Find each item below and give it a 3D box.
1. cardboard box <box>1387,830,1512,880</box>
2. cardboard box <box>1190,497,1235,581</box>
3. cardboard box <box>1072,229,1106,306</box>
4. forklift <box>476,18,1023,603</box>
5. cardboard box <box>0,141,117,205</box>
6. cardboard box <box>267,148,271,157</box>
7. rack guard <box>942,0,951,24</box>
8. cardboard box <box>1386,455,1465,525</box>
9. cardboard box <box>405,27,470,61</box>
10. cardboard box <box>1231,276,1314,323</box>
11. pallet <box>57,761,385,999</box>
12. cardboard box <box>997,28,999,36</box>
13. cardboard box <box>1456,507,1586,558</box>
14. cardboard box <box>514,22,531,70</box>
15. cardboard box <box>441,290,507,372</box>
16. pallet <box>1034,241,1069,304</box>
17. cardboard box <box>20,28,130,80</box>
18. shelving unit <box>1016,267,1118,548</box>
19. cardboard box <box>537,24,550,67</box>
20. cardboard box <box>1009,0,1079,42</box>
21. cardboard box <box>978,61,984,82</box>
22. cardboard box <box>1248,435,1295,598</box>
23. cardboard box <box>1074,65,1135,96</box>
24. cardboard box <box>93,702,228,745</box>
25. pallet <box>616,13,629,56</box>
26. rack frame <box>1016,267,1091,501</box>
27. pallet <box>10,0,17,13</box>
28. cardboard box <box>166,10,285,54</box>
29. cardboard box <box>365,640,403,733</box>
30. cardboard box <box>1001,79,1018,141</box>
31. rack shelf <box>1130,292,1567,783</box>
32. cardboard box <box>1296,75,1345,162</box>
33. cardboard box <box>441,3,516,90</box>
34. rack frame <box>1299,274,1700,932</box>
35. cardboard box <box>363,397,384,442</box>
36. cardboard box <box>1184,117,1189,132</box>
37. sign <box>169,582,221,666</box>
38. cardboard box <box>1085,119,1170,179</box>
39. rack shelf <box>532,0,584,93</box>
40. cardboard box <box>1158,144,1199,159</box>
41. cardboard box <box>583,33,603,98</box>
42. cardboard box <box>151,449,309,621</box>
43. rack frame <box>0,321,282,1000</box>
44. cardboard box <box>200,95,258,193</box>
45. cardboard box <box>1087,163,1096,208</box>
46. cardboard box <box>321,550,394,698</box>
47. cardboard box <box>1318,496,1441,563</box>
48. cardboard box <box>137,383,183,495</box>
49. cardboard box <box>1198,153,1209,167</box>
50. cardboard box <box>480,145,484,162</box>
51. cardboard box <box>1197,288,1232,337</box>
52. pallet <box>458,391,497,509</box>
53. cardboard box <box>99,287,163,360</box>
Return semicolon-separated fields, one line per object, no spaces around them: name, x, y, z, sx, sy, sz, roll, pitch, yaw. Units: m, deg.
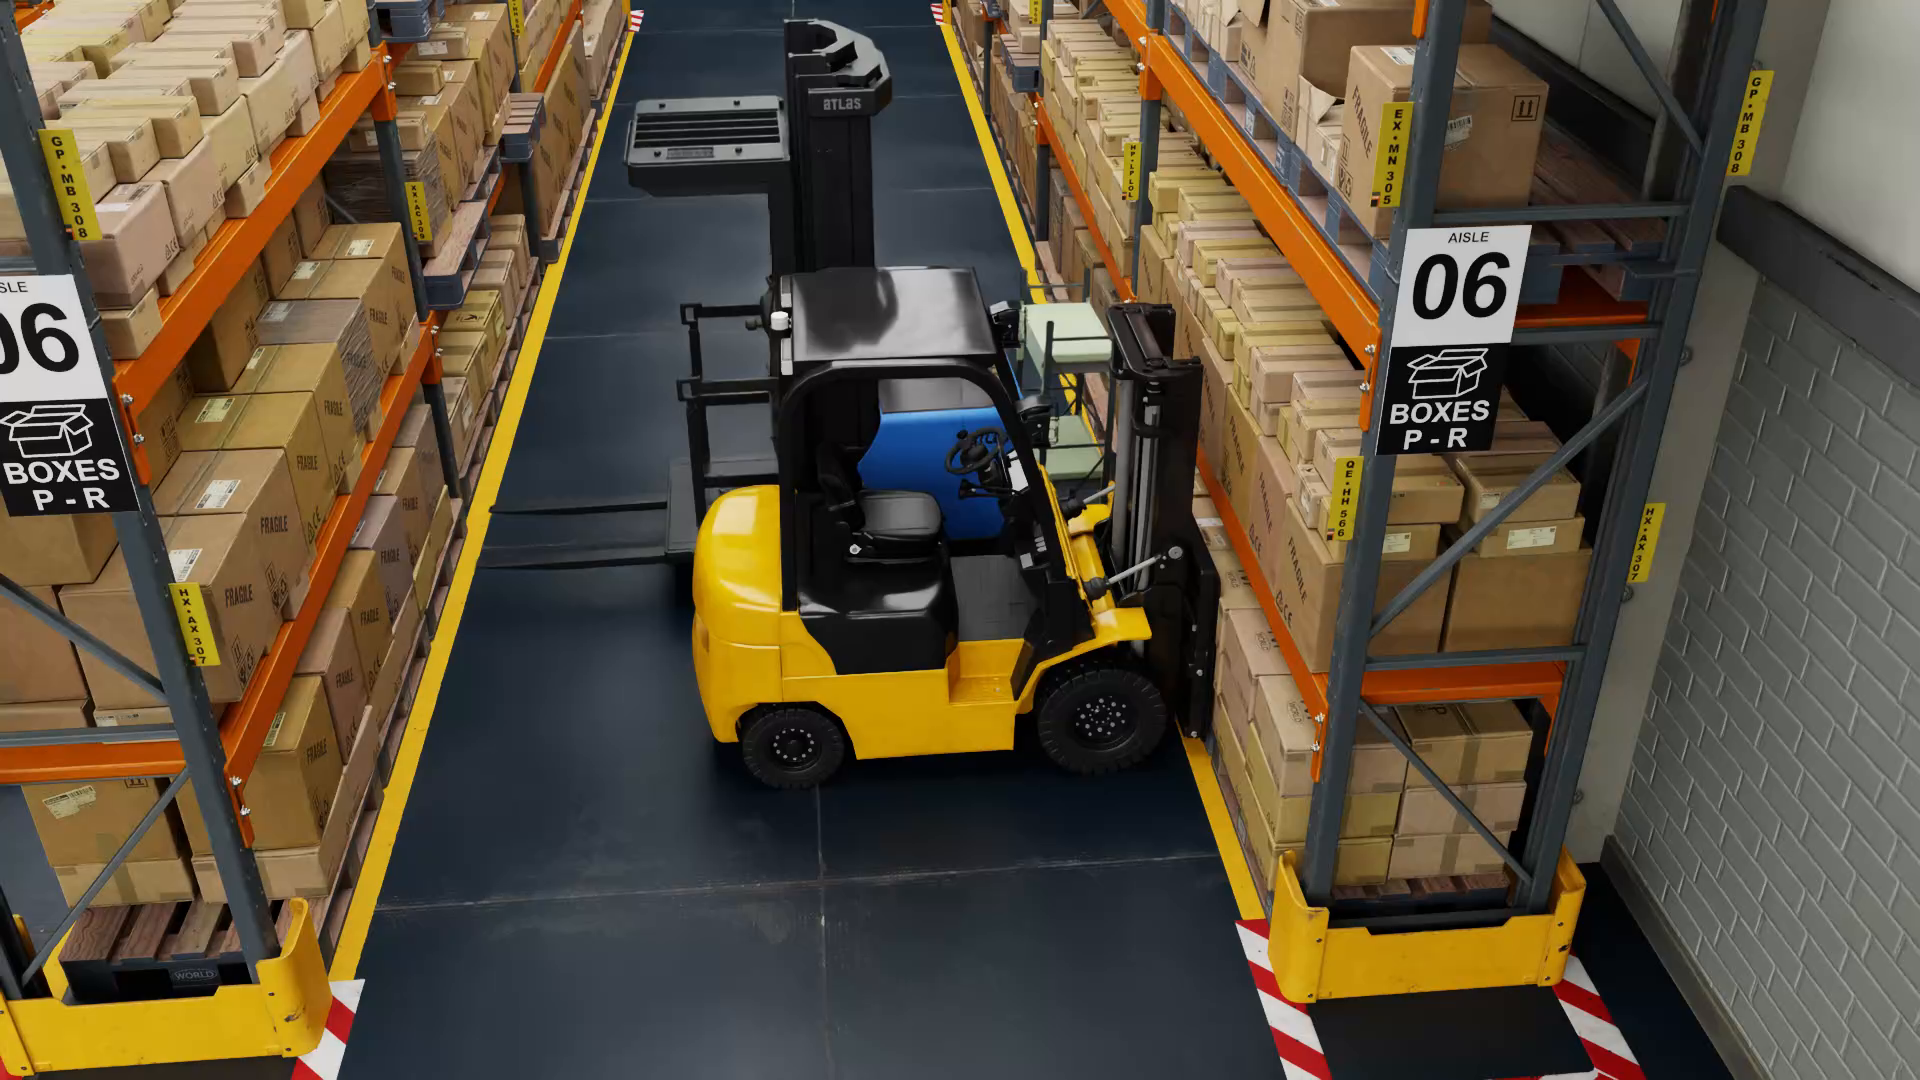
cardboard box;2.012;1.180;7.122;0.500;0.250;0.500;-3;31;-4
cardboard box;1.359;0.014;8.099;0.500;0.250;0.500;-3;31;-6
cardboard box;1.293;-1.810;11.761;0.875;0.625;0.625;-4;31;-7
forklift;-1.183;-1.188;8.881;3.031;2.935;1.130;-4;31;-6
cardboard box;-2.948;-1.162;5.313;0.380;0.149;0.250;-3;31;-5
cardboard box;-3.069;-1.602;6.828;0.380;0.149;0.250;-3;31;-5
rack guard;0.376;-6.617;20.341;1.175;0.500;0.348;-3;31;-5
cardboard box;1.620;-0.182;6.110;0.380;0.149;0.250;-3;31;-4
cardboard box;-3.392;-3.213;10.774;0.380;0.149;0.250;-4;31;-7
cardboard box;1.464;-1.094;7.637;0.380;0.149;0.250;-3;31;-4
pallet;-3.126;1.421;7.165;1.003;0.211;1.213;-3;31;-5
cardboard box;0.571;-5.007;16.314;0.380;0.149;0.250;-3;31;-5
cardboard box;2.090;-0.067;6.208;0.380;0.149;0.250;-4;31;-6
cardboard box;-3.627;-3.826;12.889;0.500;0.250;0.500;-3;31;-5
cardboard box;-3.641;-1.404;11.330;0.950;0.372;0.625;-2;31;-3
pallet;1.154;-2.025;12.936;1.003;0.211;1.213;-3;31;-5
cardboard box;-3.520;-1.919;6.580;0.380;0.149;0.250;-2;31;-4
shelving unit;0.580;-0.698;9.445;0.431;1.500;0.755;-3;31;-8
cardboard box;-3.730;-4.132;13.889;0.500;0.250;0.500;-2;31;-3
cardboard box;0.695;-4.284;13.734;0.500;0.250;0.500;-4;31;-7
cardboard box;0.398;-4.914;17.422;0.380;0.149;0.250;-4;31;-6
cardboard box;1.517;-0.107;6.907;0.500;0.500;0.500;-2;31;-3
cardboard box;0.983;-3.131;11.337;0.380;0.149;0.250;-2;31;-4
cardboard box;-2.904;0.604;6.059;0.380;0.149;0.250;-3;31;-4
pallet;-4.421;-5.888;19.402;1.003;0.211;1.213;-3;31;-5
rack frame;0.523;-0.883;9.755;0.400;1.500;0.023;-3;31;-8
pallet;-9.192;-4.679;14.846;1.003;0.211;1.213;-3;31;-5
cardboard box;-3.017;-2.075;6.841;0.380;0.149;0.250;-2;31;-4
cardboard box;-2.982;0.715;7.899;0.500;0.250;0.500;-1;31;-1
cardboard box;0.665;-4.010;15.567;0.500;0.500;0.500;-4;31;-6
rack shelf;1.676;-0.273;7.983;1.077;0.370;4.000;-3;31;-5
cardboard box;1.460;-1.552;6.122;0.396;0.266;0.258;-3;31;-4
cardboard box;-3.506;-3.537;11.950;0.500;0.500;0.500;-4;31;-6
rack frame;1.863;0.440;6.089;1.000;3.000;0.127;-3;31;-5
cardboard box;-3.020;-0.587;8.053;0.380;0.149;0.250;-3;31;-5
cardboard box;1.633;-2.638;10.513;0.380;0.149;0.250;-3;31;-5
sign;-2.538;0.282;5.510;0.100;0.325;0.005;-3;31;-5
cardboard box;1.092;-2.515;10.694;0.500;0.250;0.500;-2;31;-4
rack shelf;-4.013;-4.117;14.420;1.077;0.370;4.000;-3;31;-5
cardboard box;1.194;-2.219;9.810;0.380;0.149;0.250;-3;31;-5
cardboard box;-4.151;-4.853;17.040;0.875;0.438;0.875;-3;31;-5
cardboard box;-2.898;-0.011;6.456;0.500;0.500;0.500;-2;31;-3
rack frame;-3.078;0.679;5.688;1.000;3.000;0.127;-3;31;-5
cardboard box;-2.970;-1.461;6.203;0.500;0.250;0.500;-2;31;-3
cardboard box;1.114;-2.294;10.813;0.500;0.250;0.500;-3;31;-4
cardboard box;-2.973;0.397;7.701;0.500;0.500;0.500;-2;31;-4
cardboard box;1.552;-0.045;6.171;0.380;0.149;0.250;-2;31;-4
cardboard box;-3.383;-0.430;6.182;0.700;0.500;0.500;-2;31;-4
cardboard box;1.661;-2.281;10.303;0.500;0.250;0.500;-3;31;-5
cardboard box;-3.337;-2.534;10.903;0.380;0.149;0.250;-4;31;-6
cardboard box;1.348;-1.094;7.926;0.380;0.149;0.250;-4;31;-6
pallet;-3.526;-0.563;10.487;1.003;0.211;1.213;-3;31;-5
cardboard box;-2.786;-0.685;5.293;0.380;0.149;0.250;-3;31;-5
